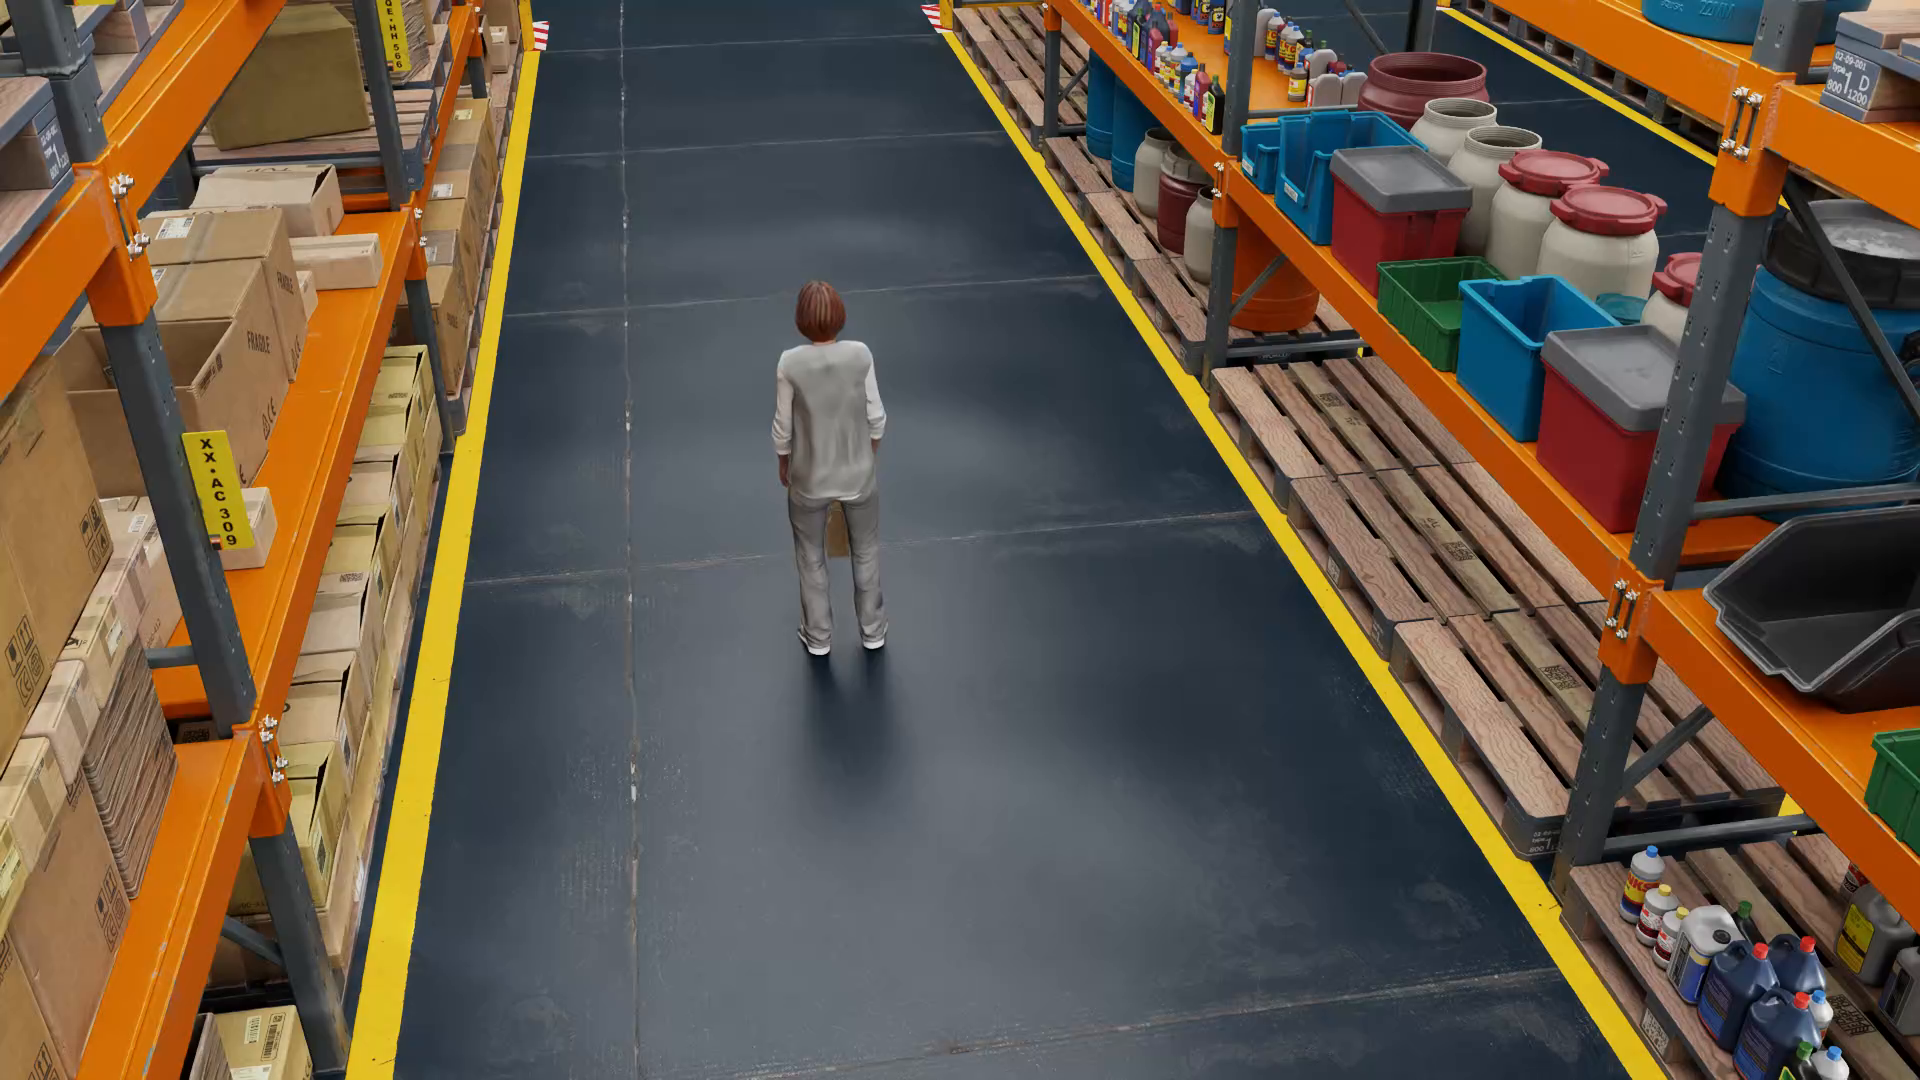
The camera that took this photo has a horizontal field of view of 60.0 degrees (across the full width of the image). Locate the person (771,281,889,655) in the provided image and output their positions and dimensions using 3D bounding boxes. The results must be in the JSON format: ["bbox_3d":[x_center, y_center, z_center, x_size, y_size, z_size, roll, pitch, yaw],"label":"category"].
[{"bbox_3d":[-0.508,-0.253,6.558,0.452,1.598,0.341,-6,32,-10],"label":"person"}]
